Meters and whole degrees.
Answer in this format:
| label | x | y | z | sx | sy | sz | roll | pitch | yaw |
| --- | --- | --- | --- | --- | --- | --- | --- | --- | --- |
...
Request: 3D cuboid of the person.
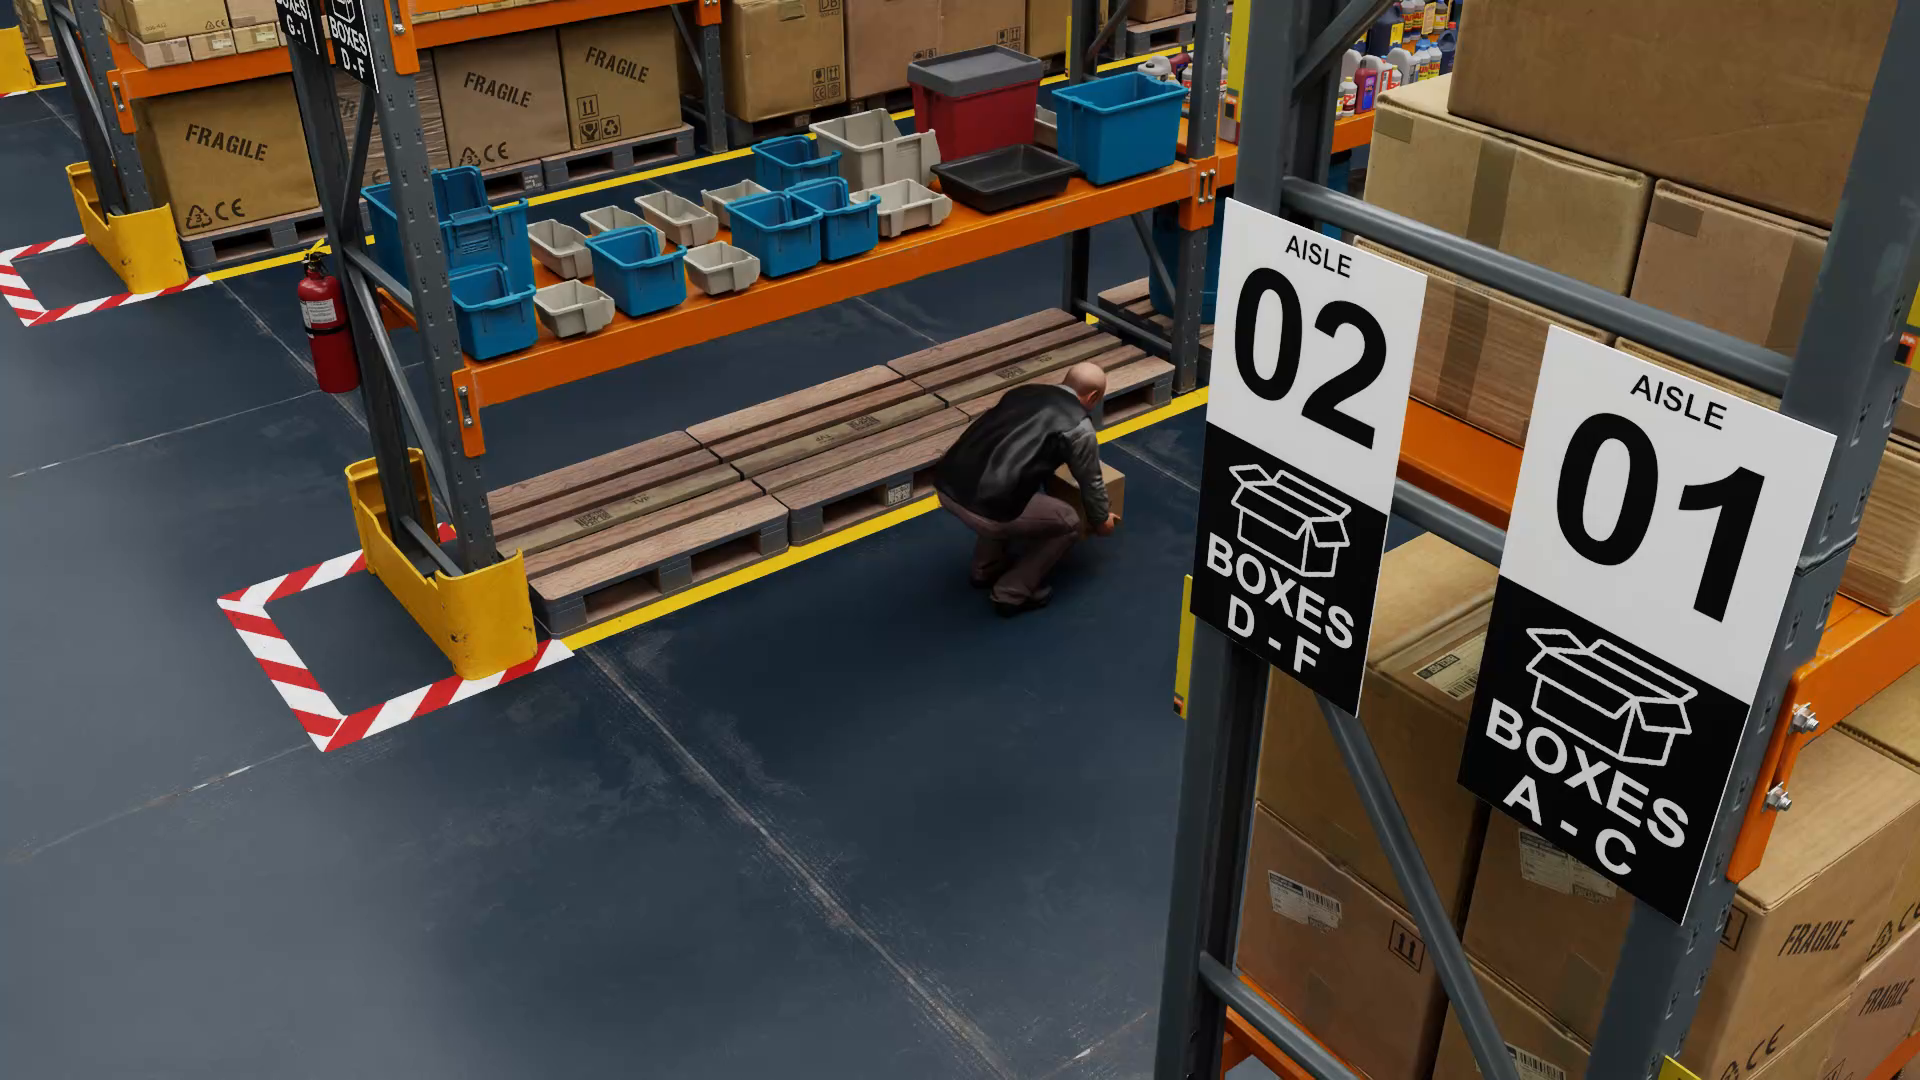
| label | x | y | z | sx | sy | sz | roll | pitch | yaw |
| --- | --- | --- | --- | --- | --- | --- | --- | --- | --- |
| person | 0.298 | -0.219 | 7.237 | 0.897 | 0.961 | 0.506 | -23 | 39 | -33 |
